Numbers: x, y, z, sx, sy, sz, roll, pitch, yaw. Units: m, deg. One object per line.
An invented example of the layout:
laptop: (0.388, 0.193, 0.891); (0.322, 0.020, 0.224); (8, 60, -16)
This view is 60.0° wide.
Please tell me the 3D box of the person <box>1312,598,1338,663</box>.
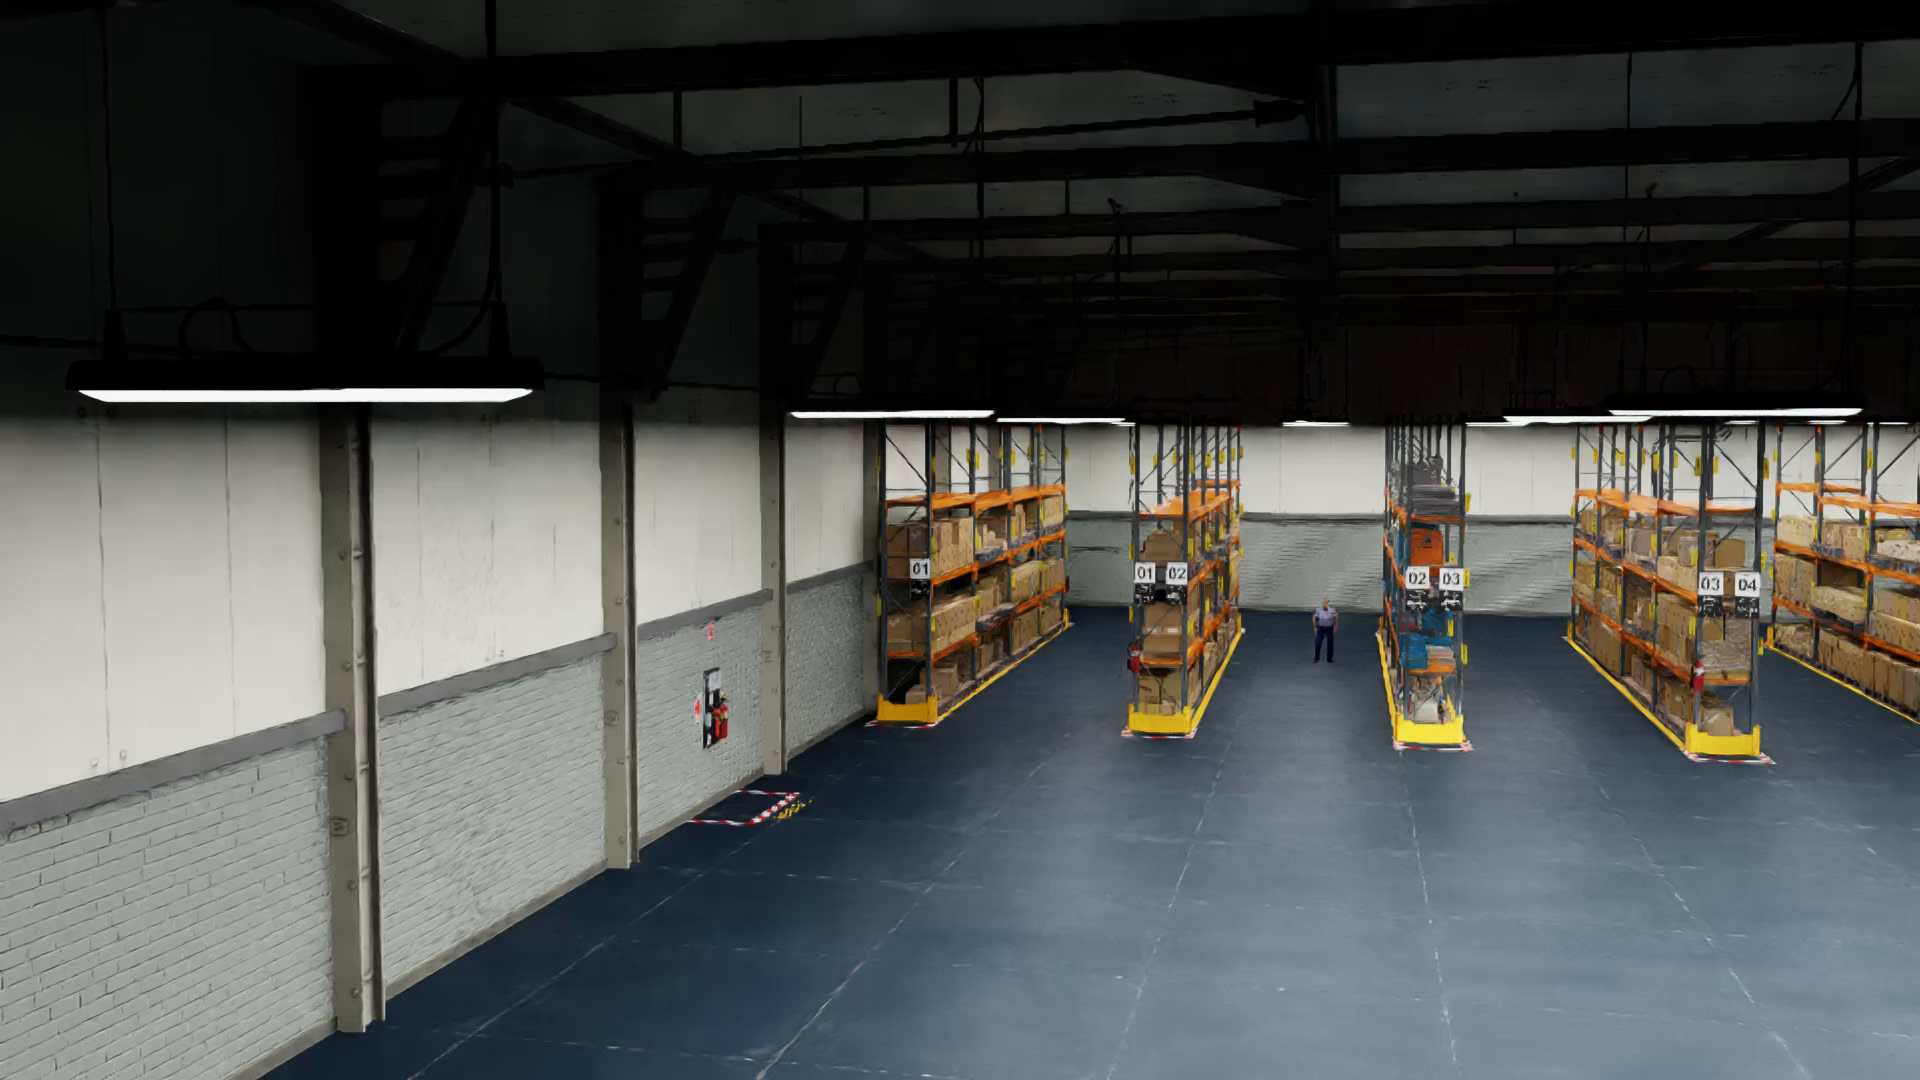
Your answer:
person: (8.888, 2.208, 40.486); (0.625, 1.573, 0.517); (1, 4, 11)
